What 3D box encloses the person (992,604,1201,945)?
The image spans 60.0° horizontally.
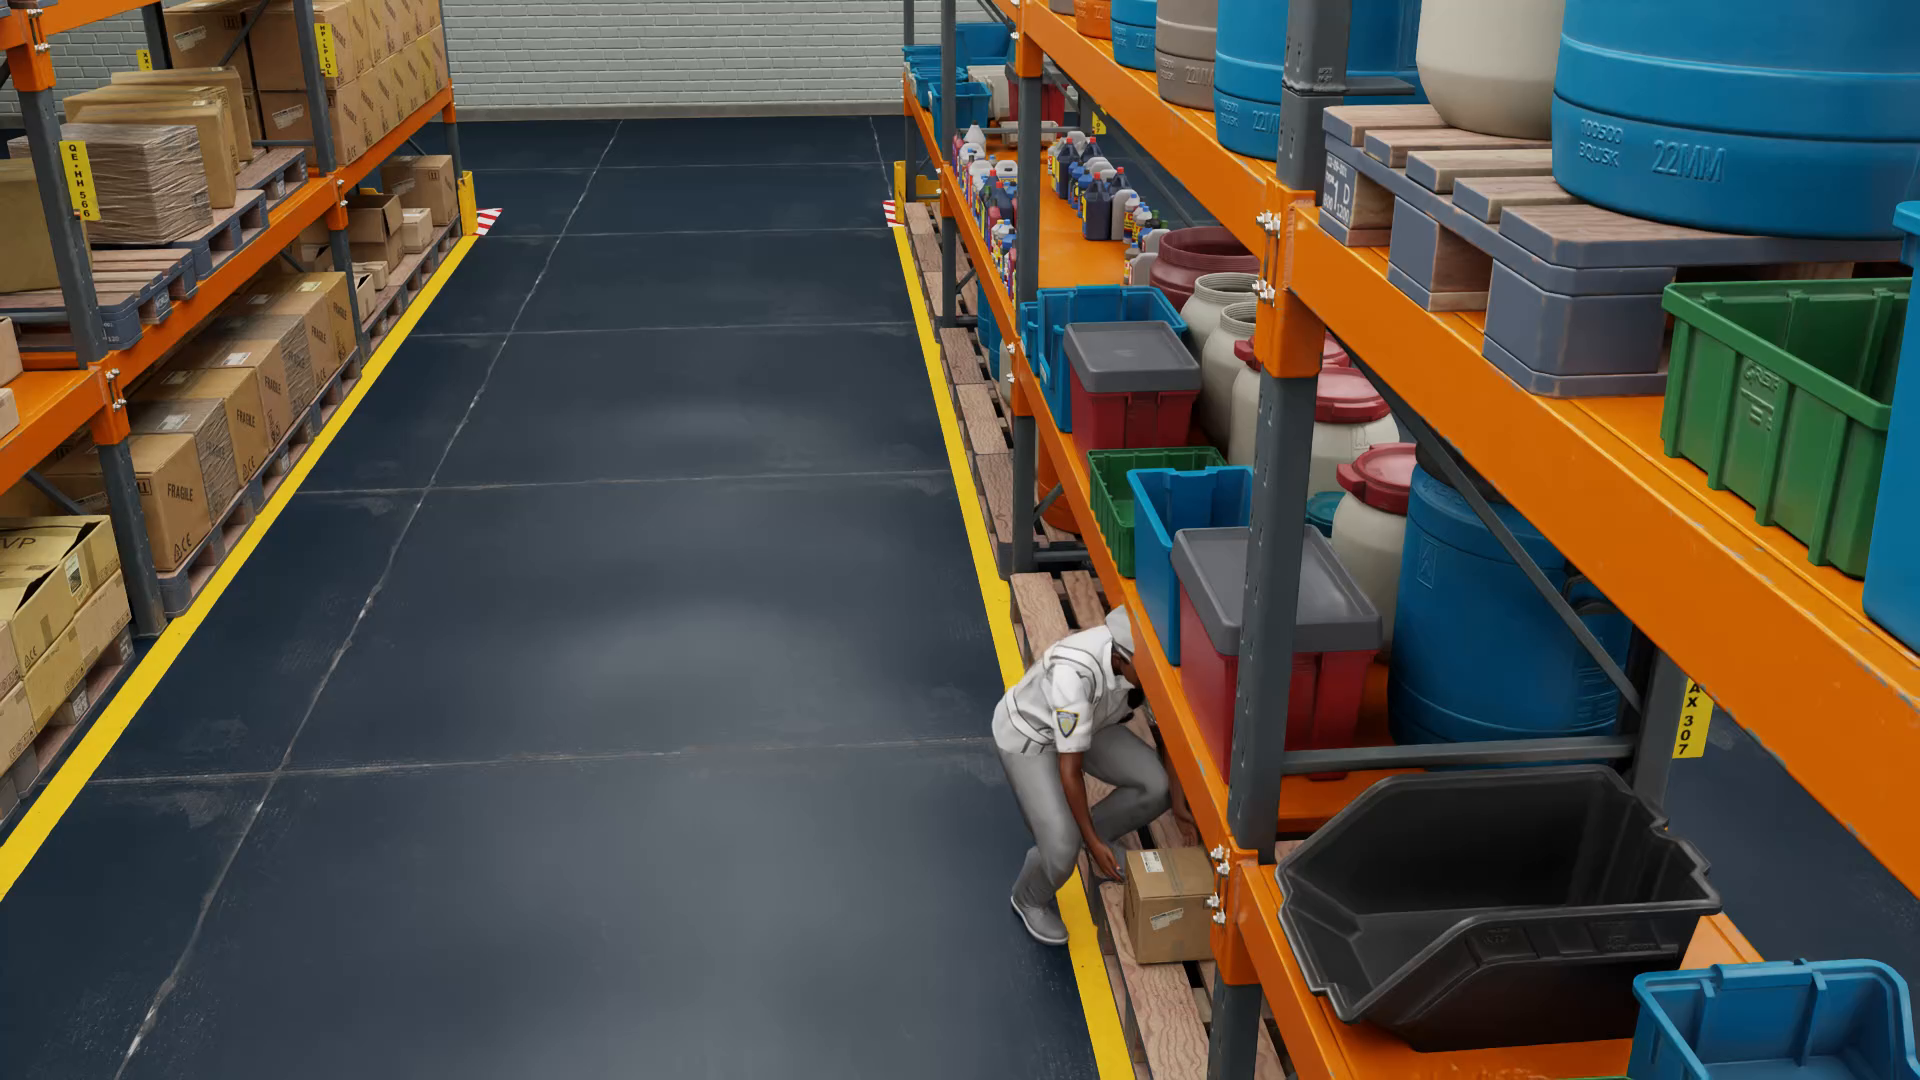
[{"bbox_3d":[0.443,0.726,5.460,0.502,1.267,0.742,-13,27,-27],"label":"person"}]
